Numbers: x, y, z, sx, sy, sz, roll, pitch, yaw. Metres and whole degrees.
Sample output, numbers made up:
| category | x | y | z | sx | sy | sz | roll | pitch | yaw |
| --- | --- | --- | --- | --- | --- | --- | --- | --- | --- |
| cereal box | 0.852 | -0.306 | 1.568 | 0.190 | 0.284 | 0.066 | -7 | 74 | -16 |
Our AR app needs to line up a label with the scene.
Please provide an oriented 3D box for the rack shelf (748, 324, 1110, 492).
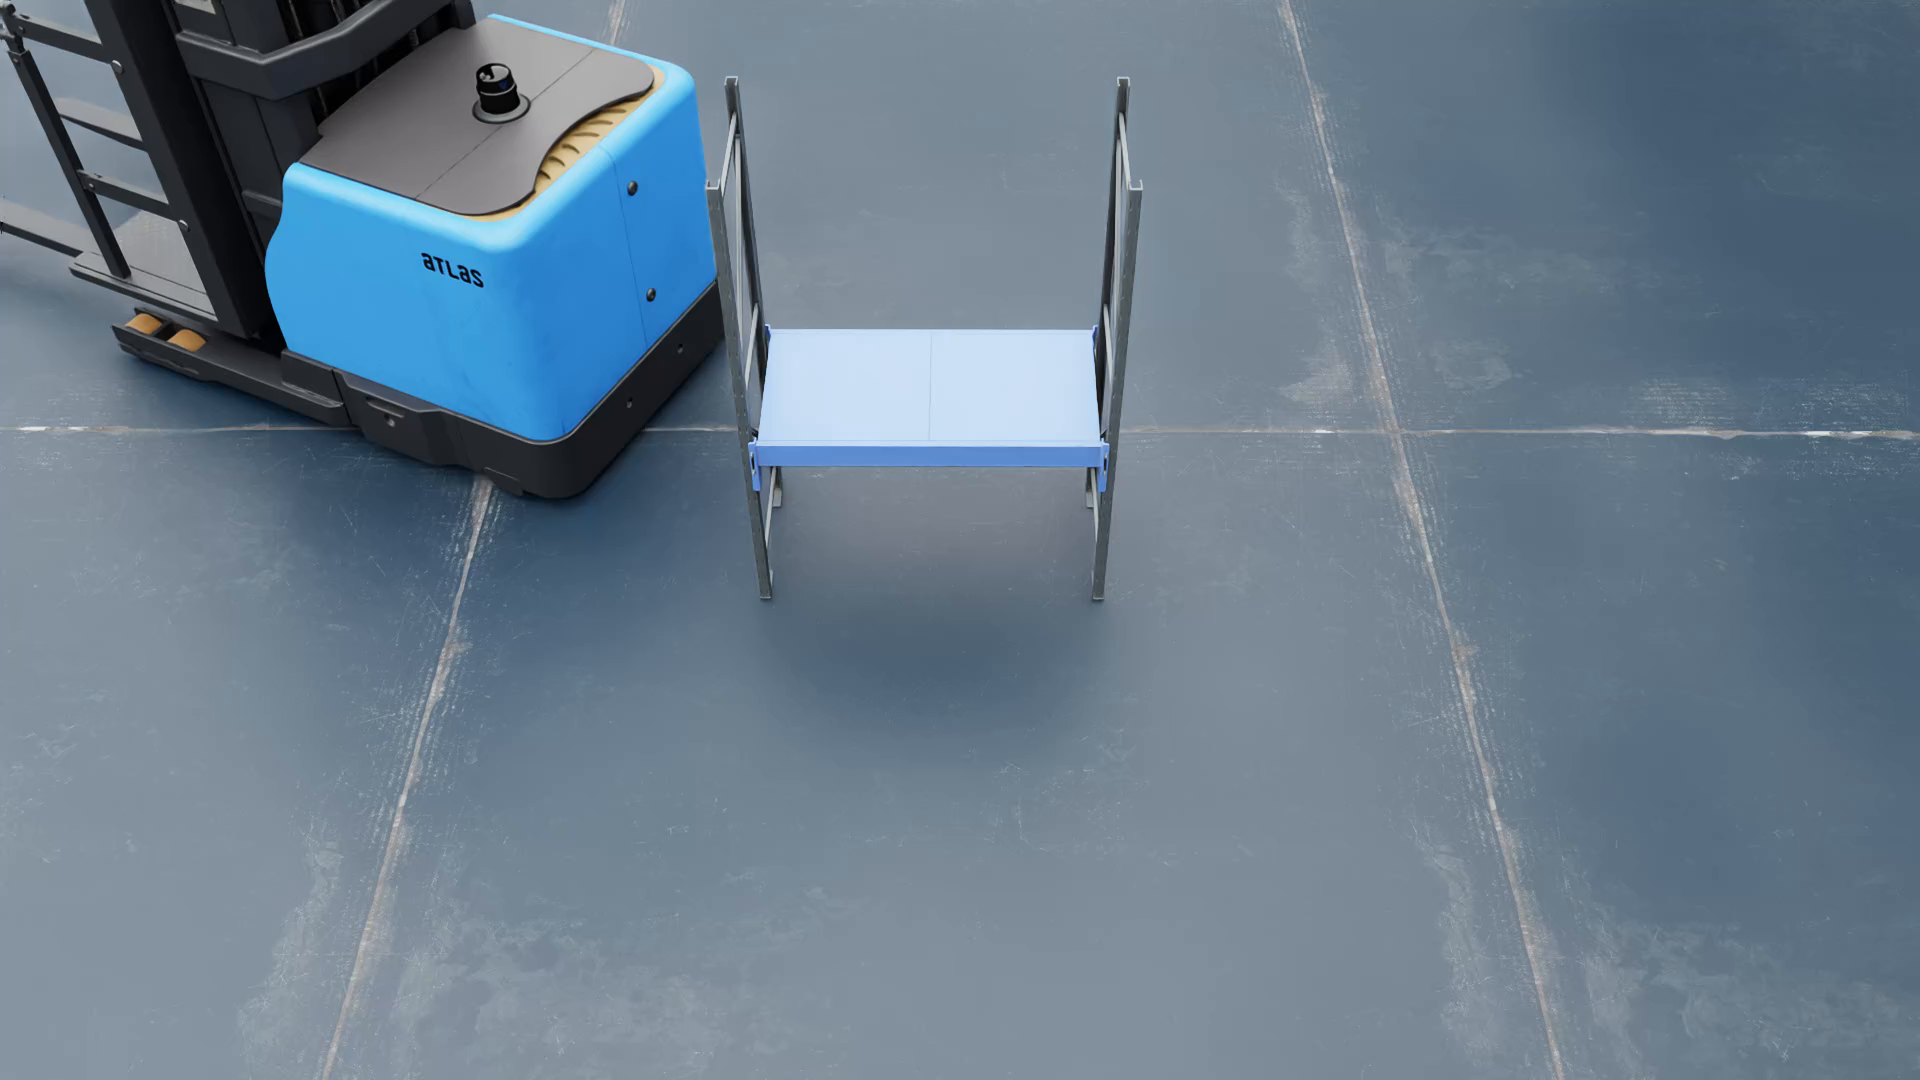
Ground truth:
| category | x | y | z | sx | sy | sz | roll | pitch | yaw |
| --- | --- | --- | --- | --- | --- | --- | --- | --- | --- |
| rack shelf | -0.085 | -0.389 | 4.833 | 1.000 | 0.185 | 0.538 | 0 | 47 | 0 |

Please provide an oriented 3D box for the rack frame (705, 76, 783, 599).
| category | x | y | z | sx | sy | sz | roll | pitch | yaw |
| --- | --- | --- | --- | --- | --- | --- | --- | --- | --- |
| rack frame | -0.594 | -0.513 | 4.703 | 0.032 | 1.500 | 0.500 | 0 | 47 | 0 |

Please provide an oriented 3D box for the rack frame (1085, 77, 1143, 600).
| category | x | y | z | sx | sy | sz | roll | pitch | yaw |
| --- | --- | --- | --- | --- | --- | --- | --- | --- | --- |
| rack frame | 0.423 | -0.510 | 4.700 | 0.032 | 1.500 | 0.500 | 0 | 47 | 0 |

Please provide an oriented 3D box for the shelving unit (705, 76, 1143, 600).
| category | x | y | z | sx | sy | sz | roll | pitch | yaw |
| --- | --- | --- | --- | --- | --- | --- | --- | --- | --- |
| shelving unit | -0.085 | -0.511 | 4.701 | 1.048 | 1.500 | 0.538 | 0 | 47 | 0 |

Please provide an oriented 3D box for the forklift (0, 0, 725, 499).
| category | x | y | z | sx | sy | sz | roll | pitch | yaw |
| --- | --- | --- | --- | --- | --- | --- | --- | --- | --- |
| forklift | -2.362 | -1.887 | 5.004 | 3.031 | 2.935 | 1.130 | 20 | 50 | 17 |
